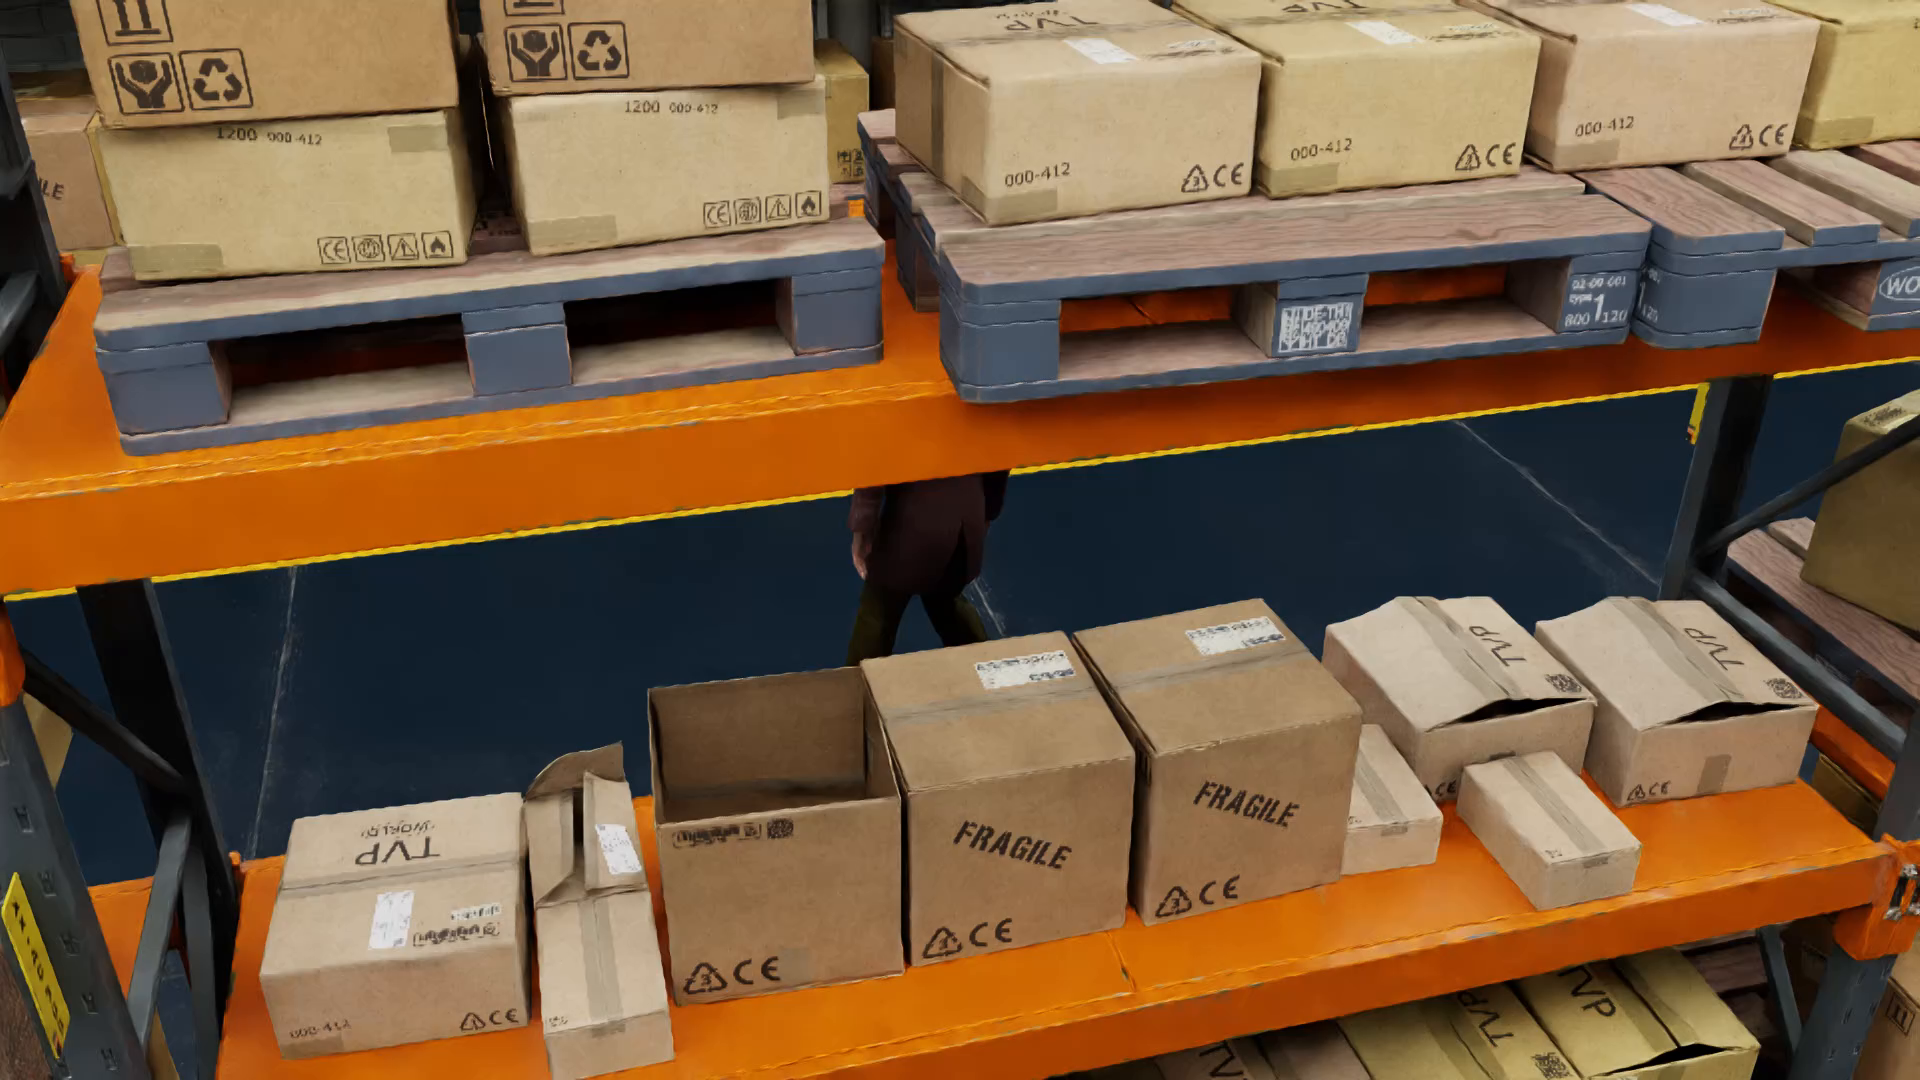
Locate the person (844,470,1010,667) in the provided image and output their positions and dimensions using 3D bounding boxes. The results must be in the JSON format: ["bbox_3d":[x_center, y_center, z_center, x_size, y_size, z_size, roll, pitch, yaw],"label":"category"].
[{"bbox_3d":[-0.170,-0.080,6.313,0.695,1.723,0.665,-22,37,-33],"label":"person"}]
